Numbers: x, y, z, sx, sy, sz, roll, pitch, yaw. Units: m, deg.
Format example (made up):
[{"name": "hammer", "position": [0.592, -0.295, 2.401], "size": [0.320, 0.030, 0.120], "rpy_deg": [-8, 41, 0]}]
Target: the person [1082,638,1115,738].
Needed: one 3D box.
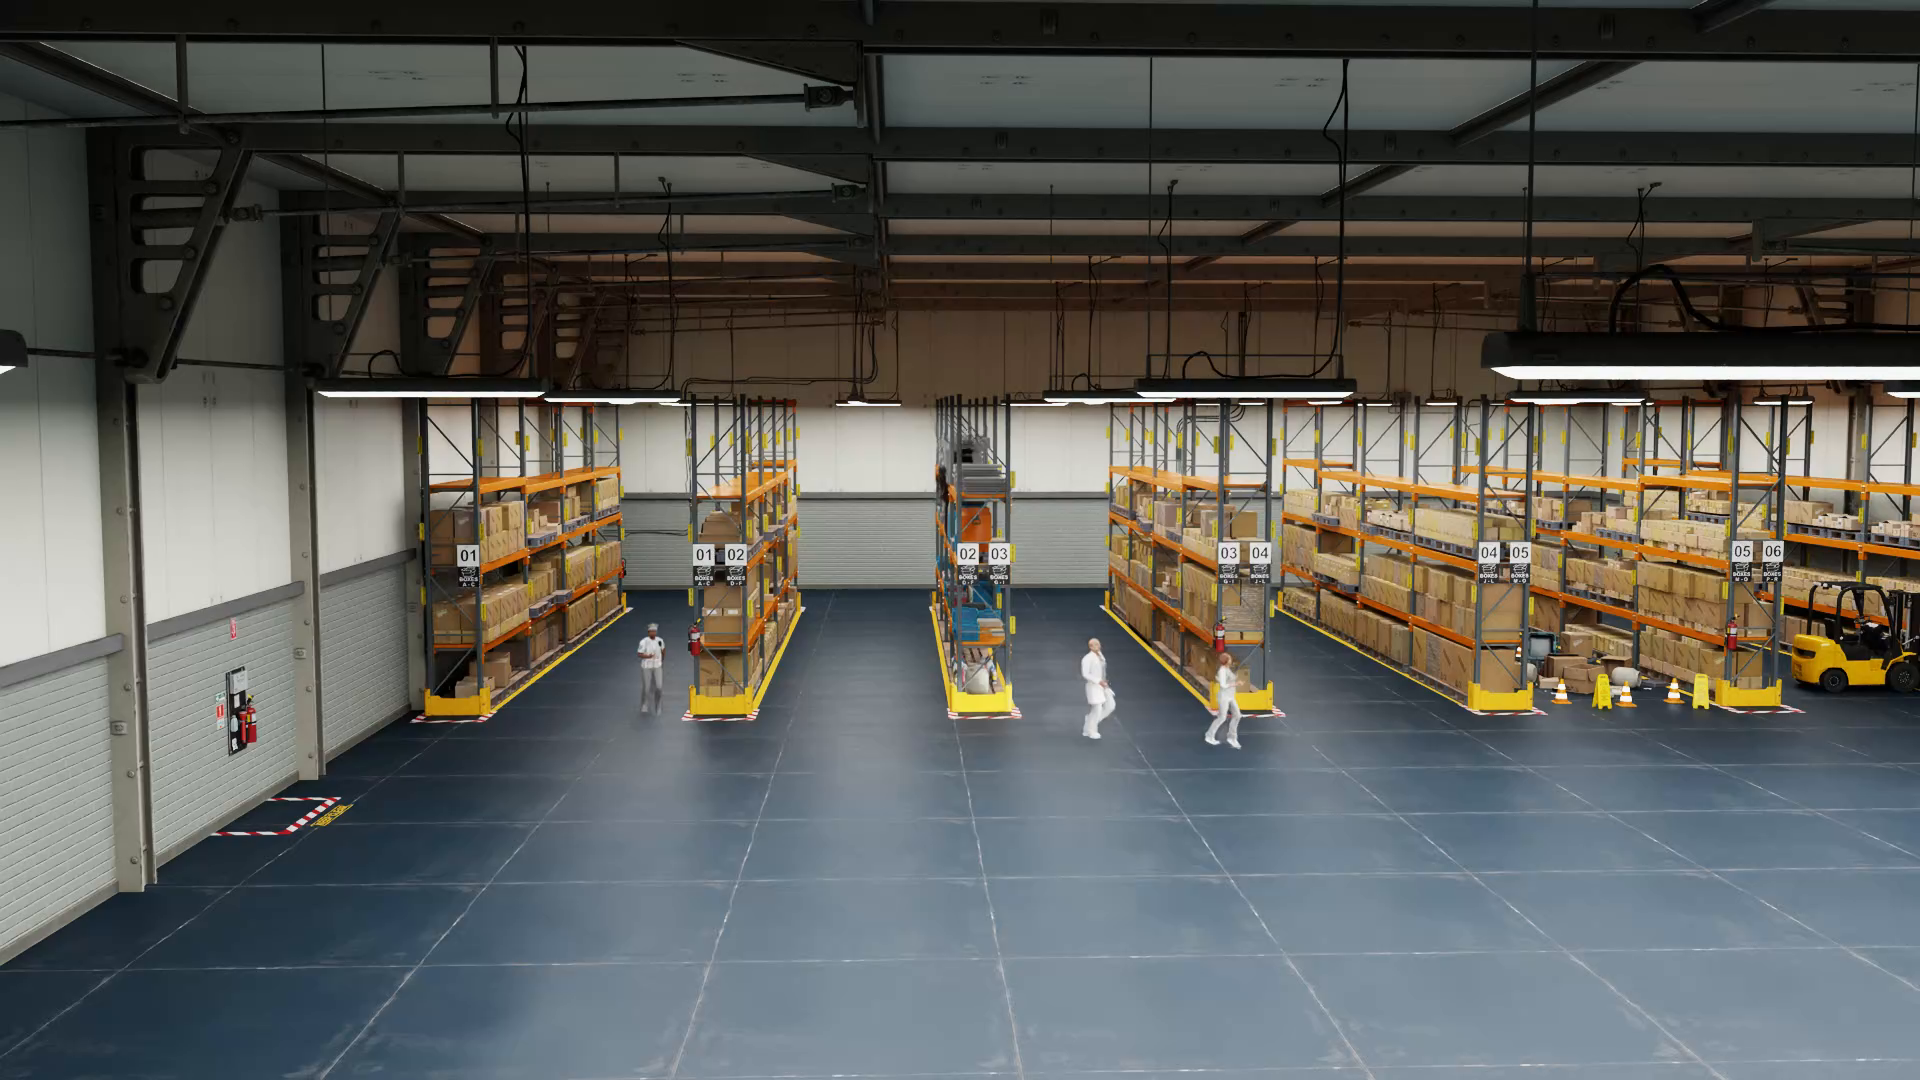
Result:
[{"name": "person", "position": [2.402, 2.578, 28.958], "size": [0.586, 1.738, 0.721], "rpy_deg": [3, 5, 35]}]

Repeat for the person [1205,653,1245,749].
[{"name": "person", "position": [4.479, 2.712, 28.044], "size": [0.677, 1.637, 0.516], "rpy_deg": [2, 5, 27]}]

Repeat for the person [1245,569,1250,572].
[{"name": "person", "position": [7.949, 1.162, 46.617], "size": [0.675, 1.802, 0.880], "rpy_deg": [0, 5, 3]}]

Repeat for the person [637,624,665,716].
[{"name": "person", "position": [-5.768, 2.440, 31.177], "size": [0.579, 1.781, 0.675], "rpy_deg": [-2, 5, -23]}]
